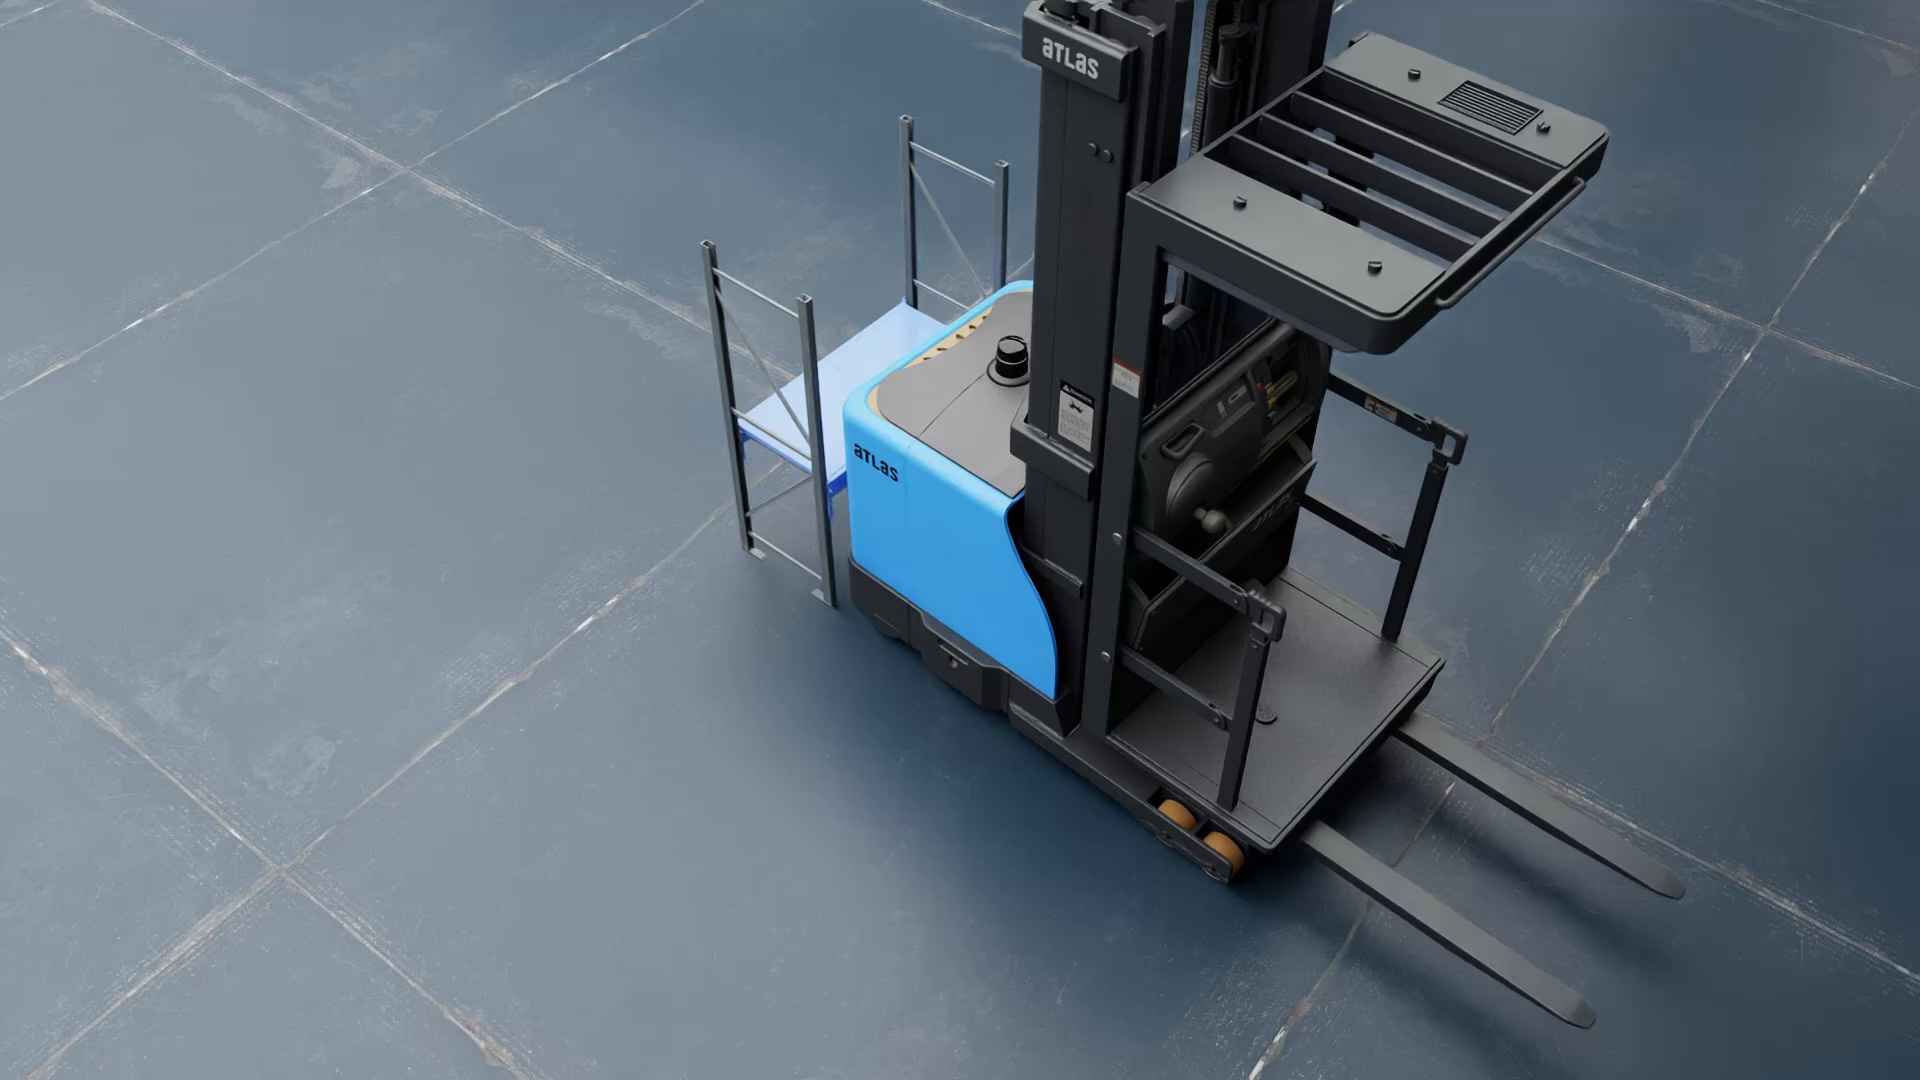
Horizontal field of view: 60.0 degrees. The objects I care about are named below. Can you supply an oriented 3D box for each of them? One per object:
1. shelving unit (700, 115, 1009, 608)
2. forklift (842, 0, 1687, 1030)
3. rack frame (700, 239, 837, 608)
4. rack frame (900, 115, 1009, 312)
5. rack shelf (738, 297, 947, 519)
[{"bbox_3d":[-0.353,-0.660,6.343,0.538,1.500,1.048,32,54,27],"label":"shelving unit"},{"bbox_3d":[1.005,-0.293,5.003,3.031,2.935,1.130,33,55,28],"label":"forklift"},{"bbox_3d":[-0.682,-0.379,6.075,0.500,1.500,0.032,32,54,27],"label":"rack frame"},{"bbox_3d":[-0.024,-0.940,6.610,0.500,1.500,0.032,32,54,27],"label":"rack frame"},{"bbox_3d":[-0.353,-0.535,6.473,0.538,0.185,1.000,32,54,27],"label":"rack shelf"}]
